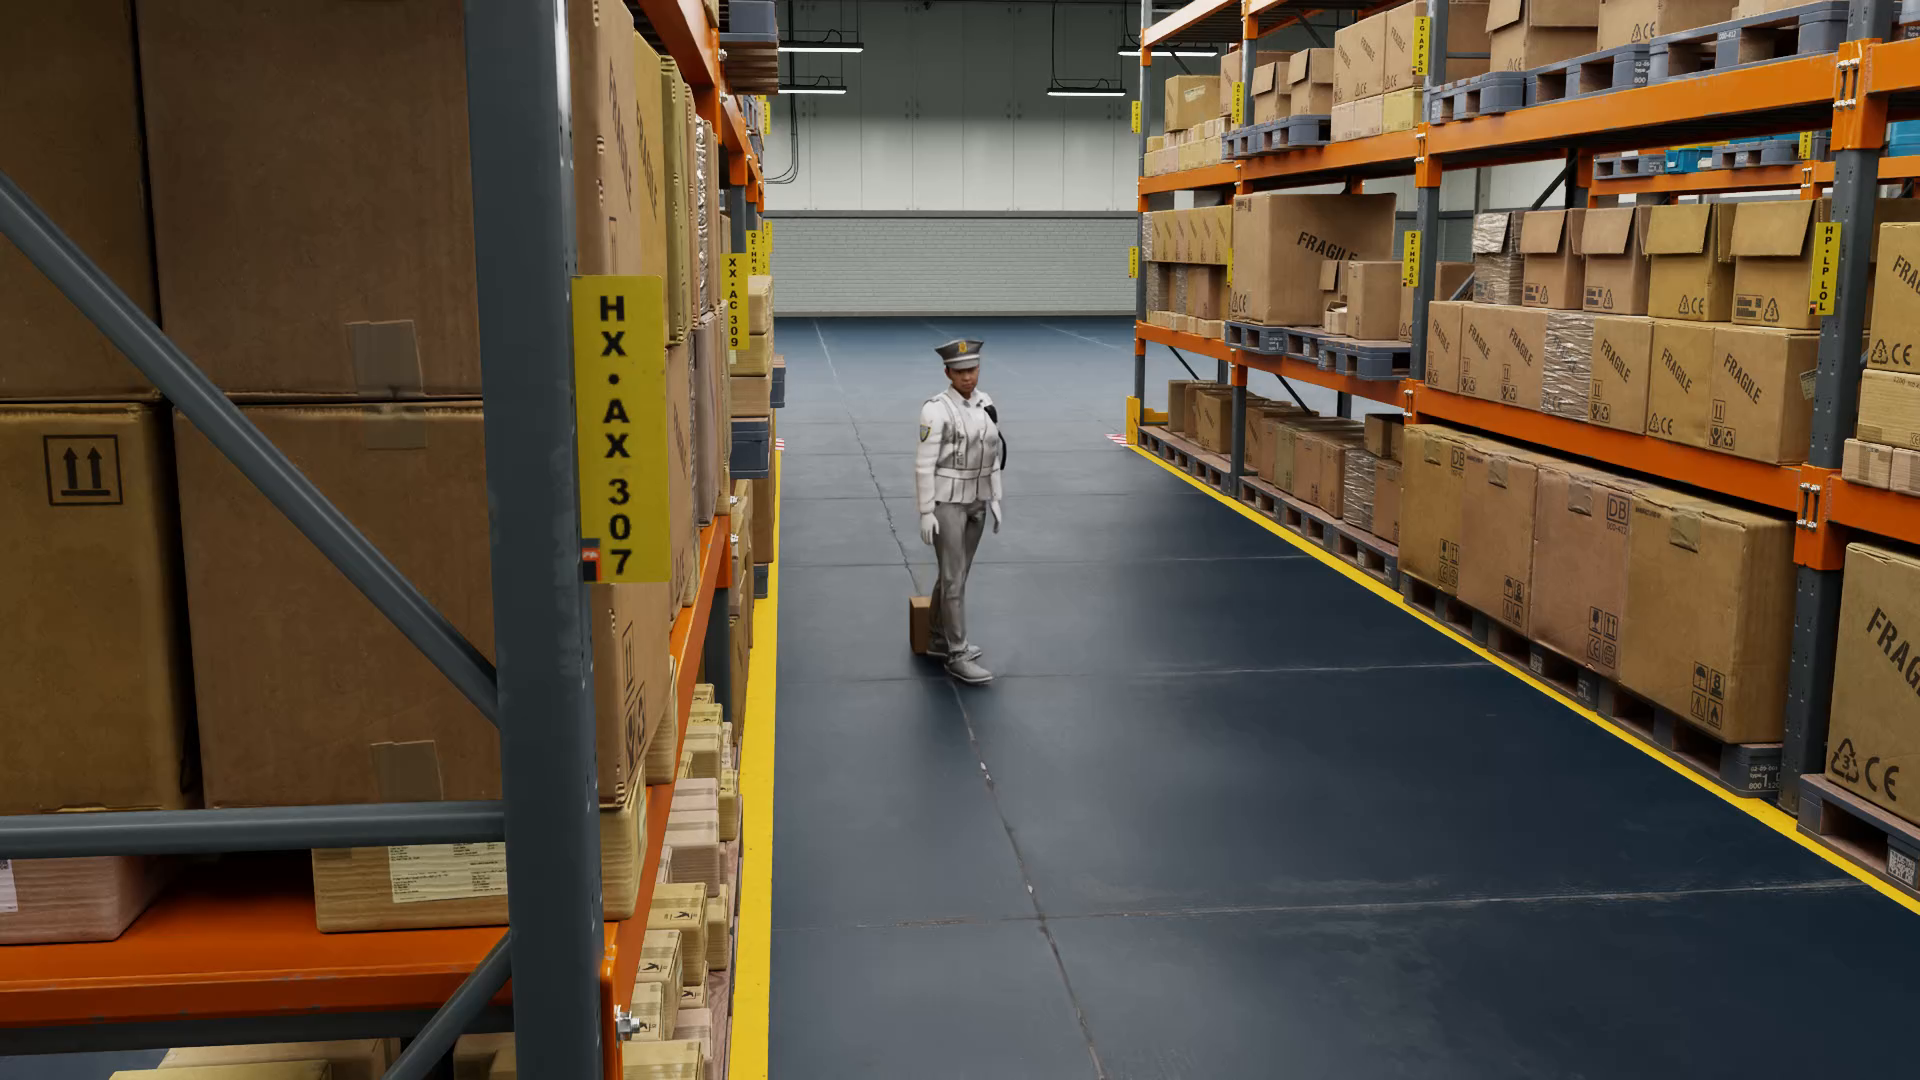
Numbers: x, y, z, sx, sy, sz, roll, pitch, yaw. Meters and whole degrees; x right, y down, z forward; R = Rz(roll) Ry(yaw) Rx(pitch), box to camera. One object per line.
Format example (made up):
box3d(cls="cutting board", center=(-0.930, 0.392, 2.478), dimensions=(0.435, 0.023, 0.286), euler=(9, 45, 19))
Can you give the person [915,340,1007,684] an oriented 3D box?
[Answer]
box3d(cls="person", center=(0.012, -0.162, 8.224), dimensions=(0.592, 1.660, 0.515), euler=(8, 13, 39))
